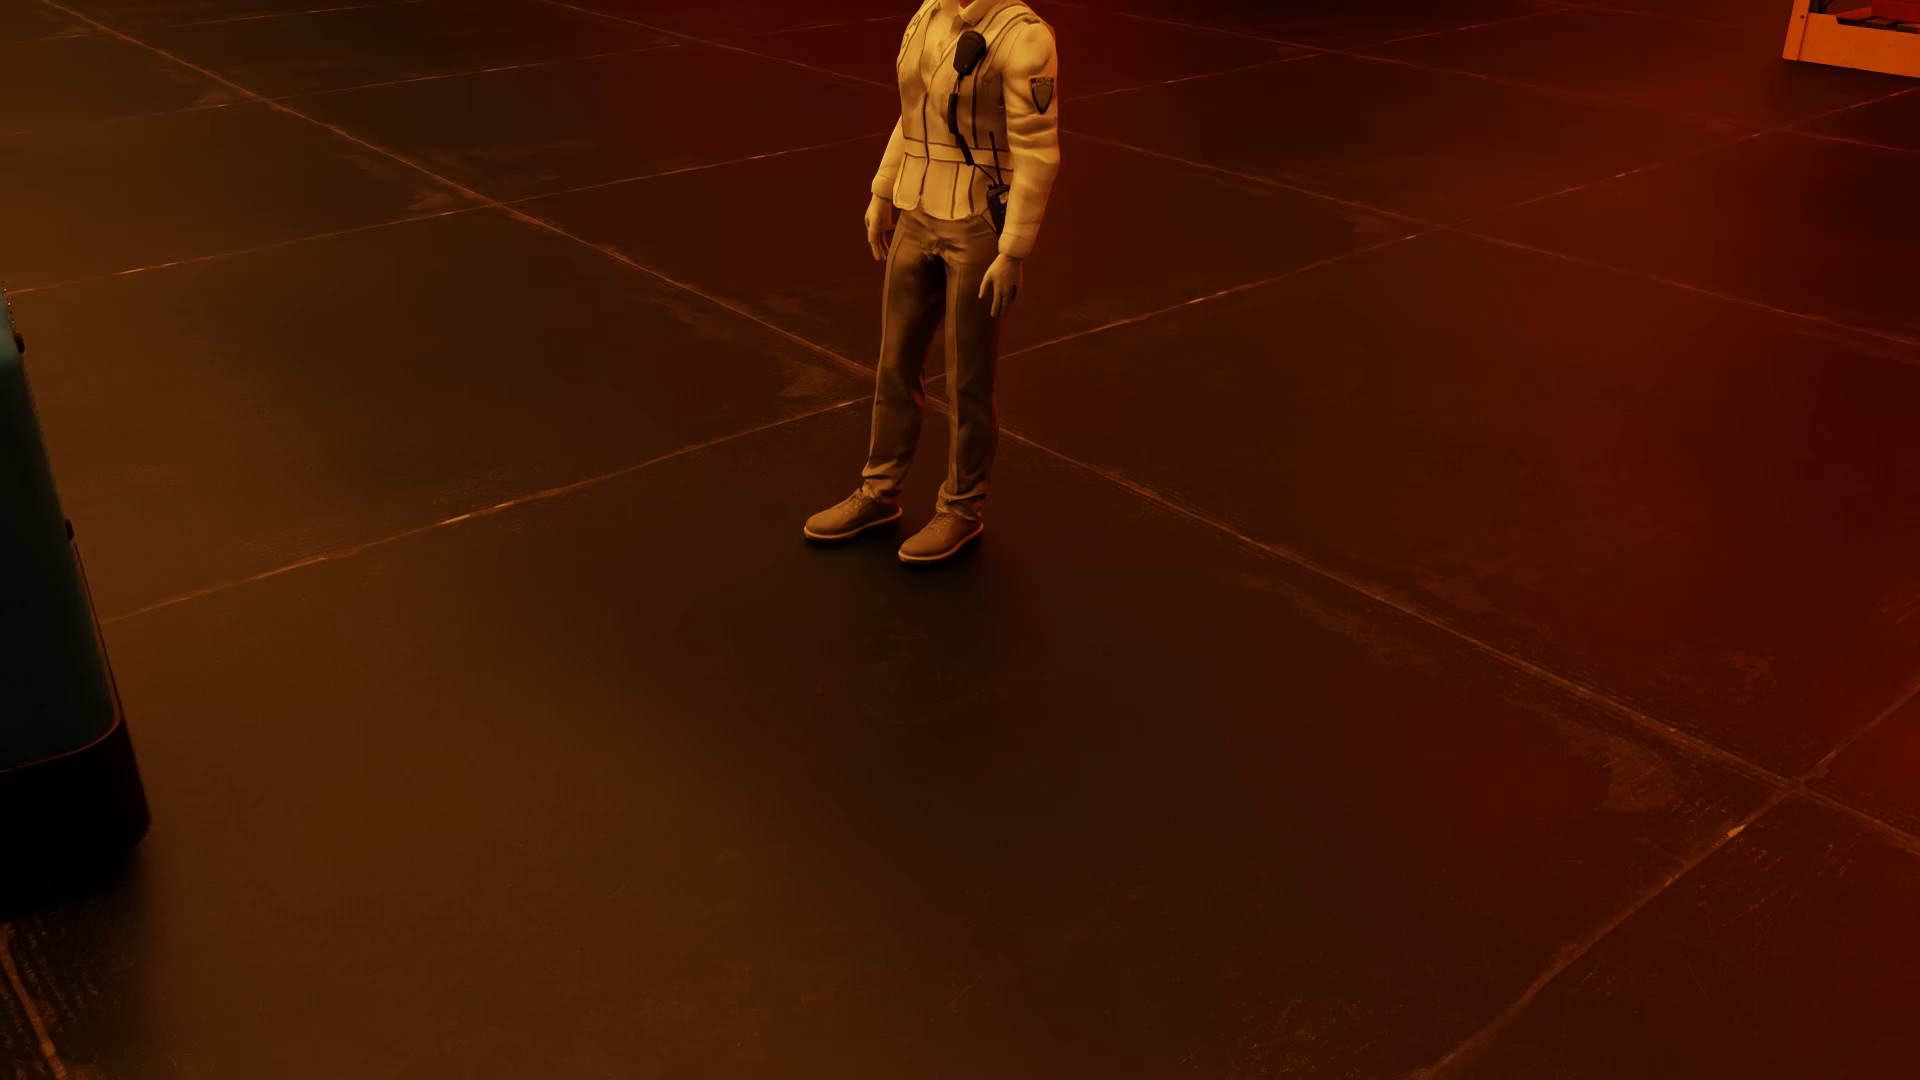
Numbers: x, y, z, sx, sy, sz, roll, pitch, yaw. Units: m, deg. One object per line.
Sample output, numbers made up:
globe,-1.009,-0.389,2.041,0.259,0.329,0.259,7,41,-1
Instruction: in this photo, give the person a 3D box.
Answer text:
person,-0.057,-0.748,4.087,0.531,1.695,0.588,-20,33,-35

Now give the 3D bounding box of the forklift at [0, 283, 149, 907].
forklift,-3.100,-0.522,2.256,3.031,2.935,1.130,-15,30,-27
